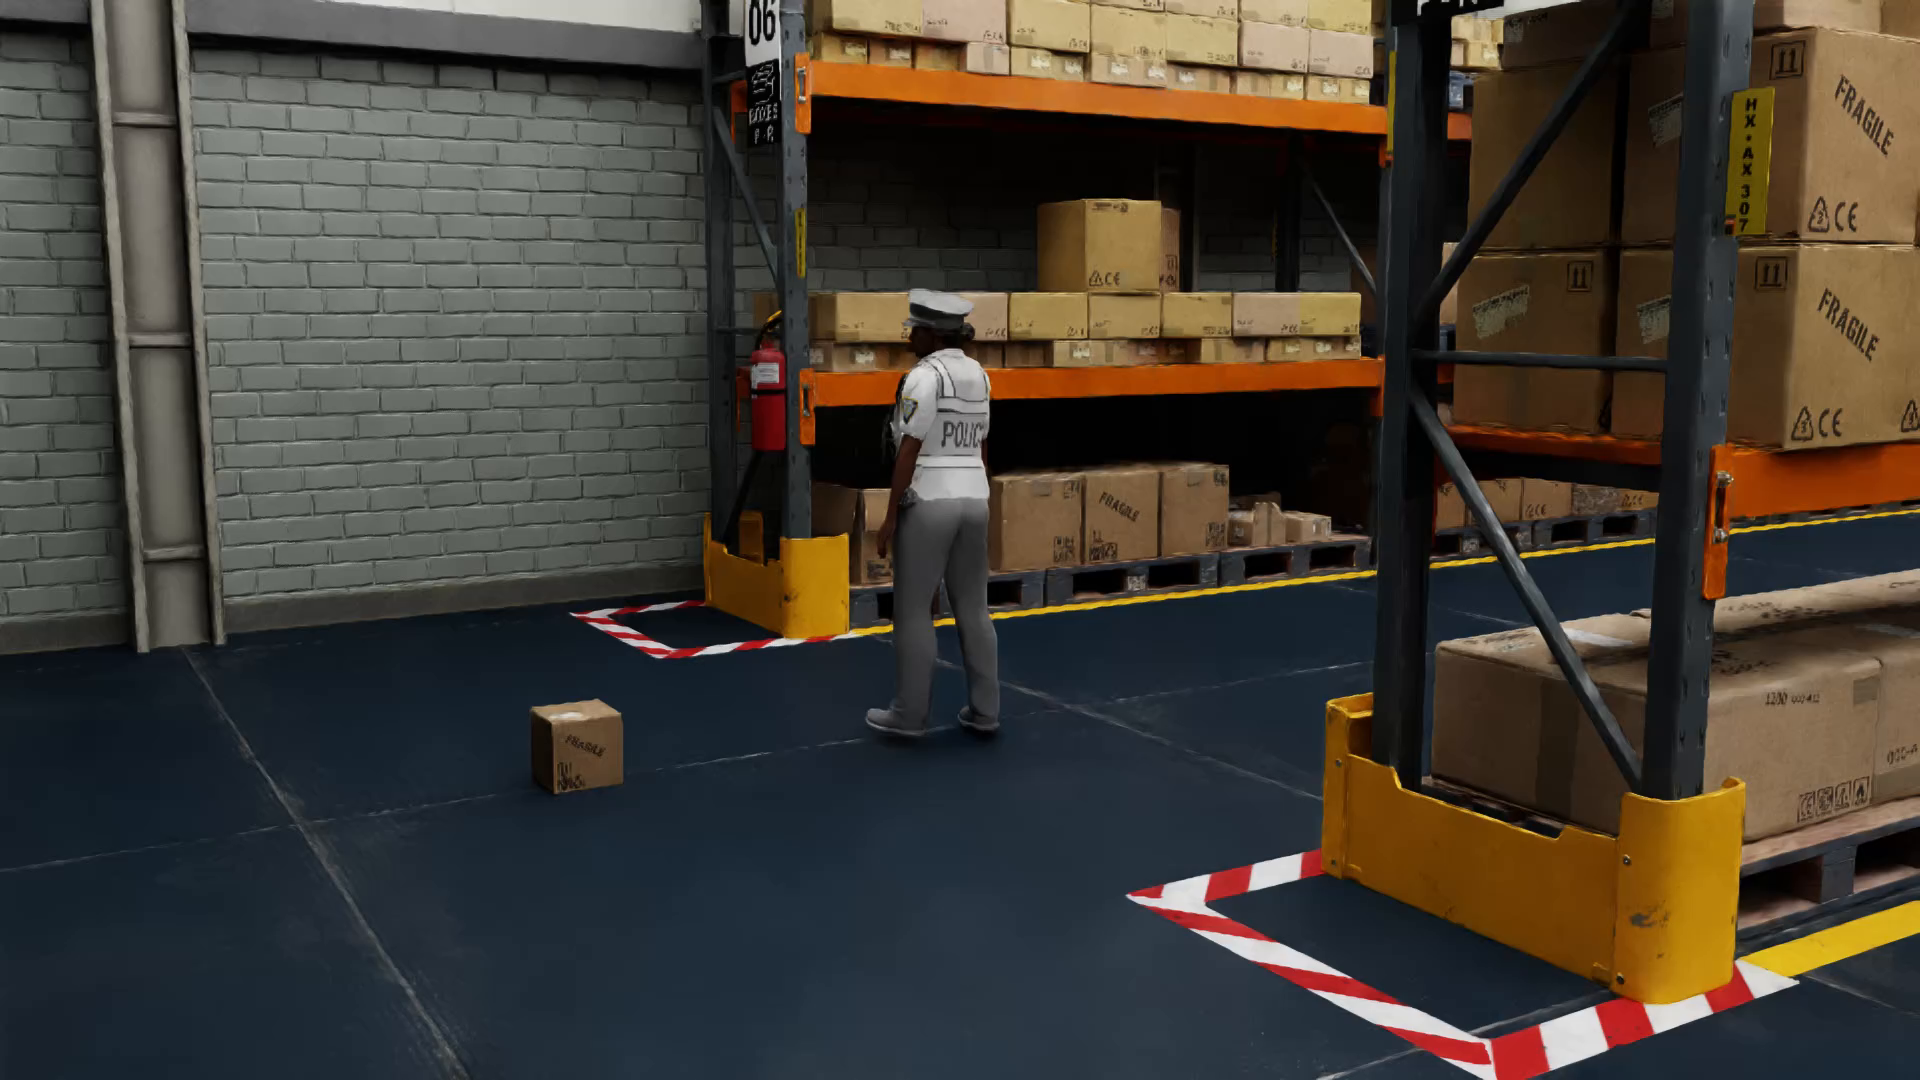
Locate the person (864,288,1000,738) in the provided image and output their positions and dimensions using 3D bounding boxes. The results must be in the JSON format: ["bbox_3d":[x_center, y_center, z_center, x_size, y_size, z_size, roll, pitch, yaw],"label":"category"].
[{"bbox_3d":[-0.099,-0.090,6.266,0.439,1.673,0.535,7,11,39],"label":"person"}]
